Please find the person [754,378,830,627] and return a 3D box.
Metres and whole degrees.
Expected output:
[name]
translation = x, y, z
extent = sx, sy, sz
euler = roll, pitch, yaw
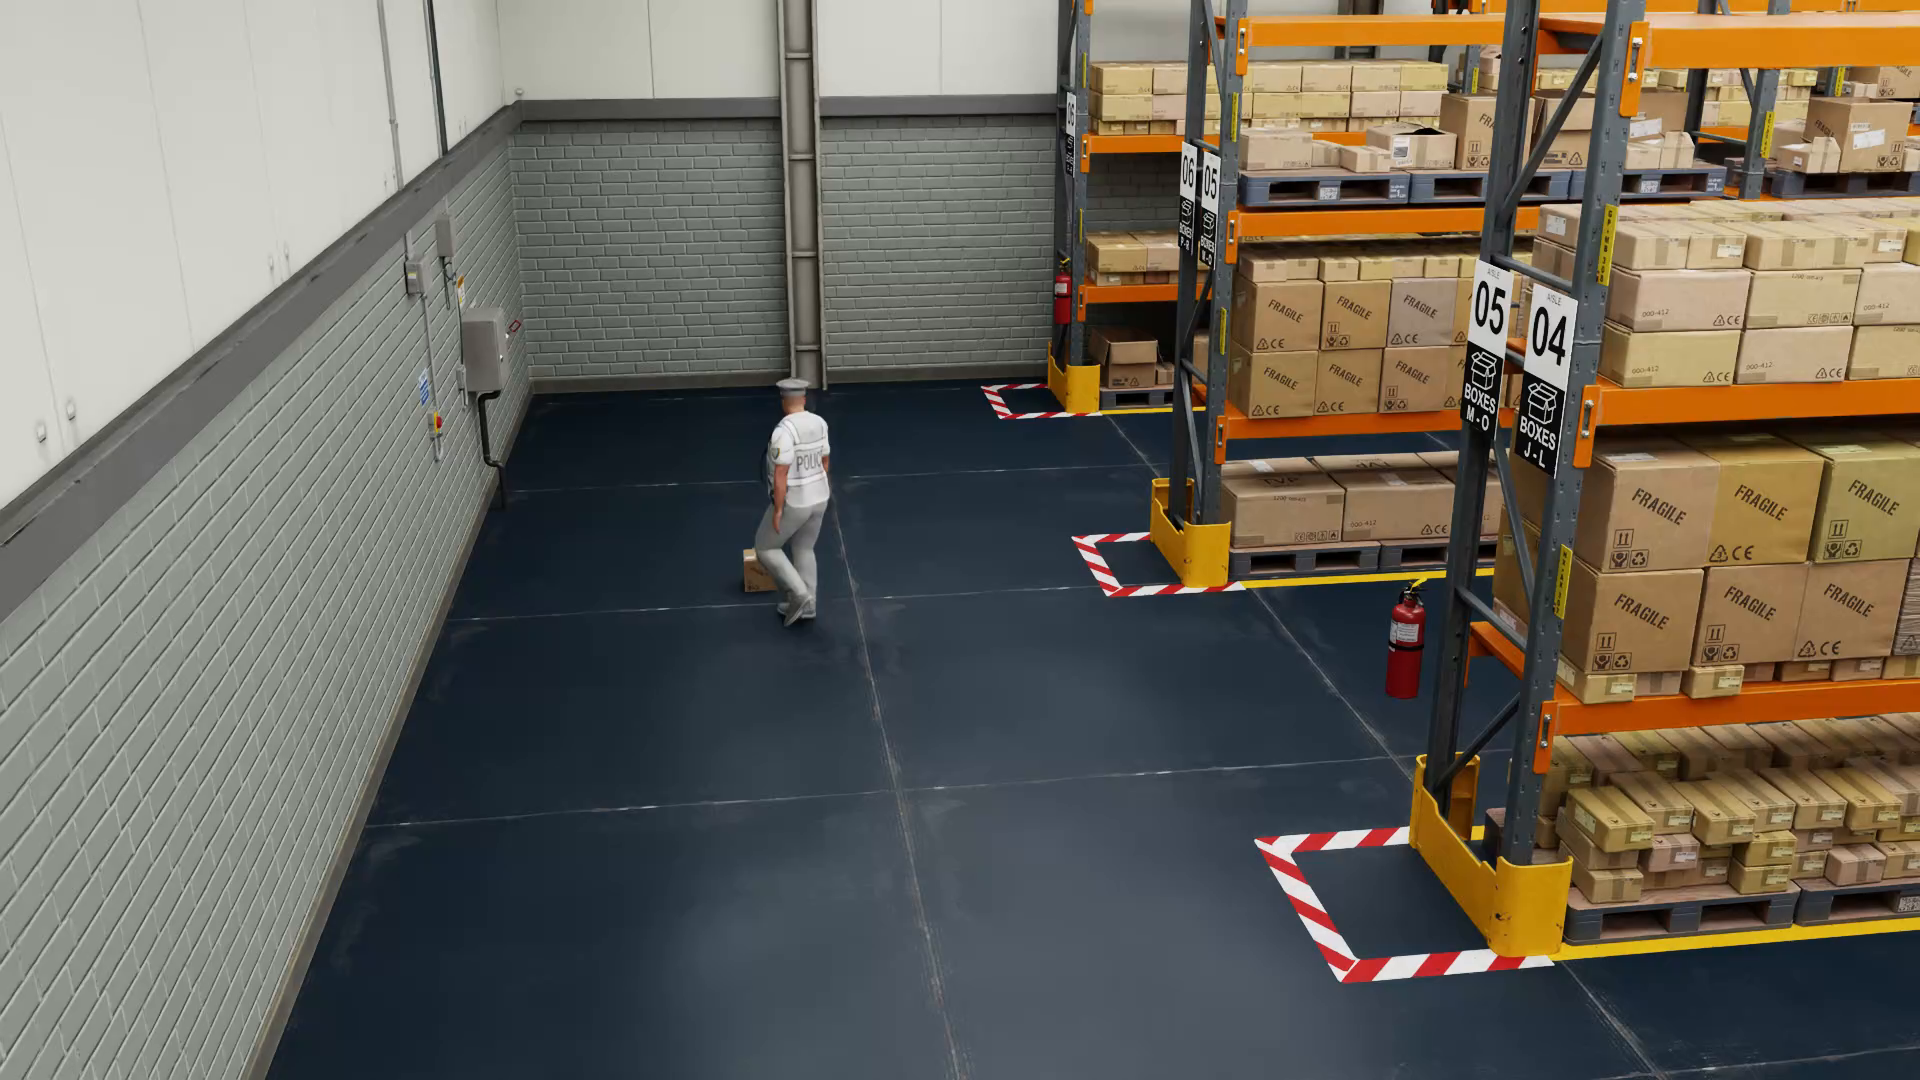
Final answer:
[person]
translation = -1.167, -0.251, 11.770
extent = 0.464, 1.744, 0.599
euler = 13, 24, 33
